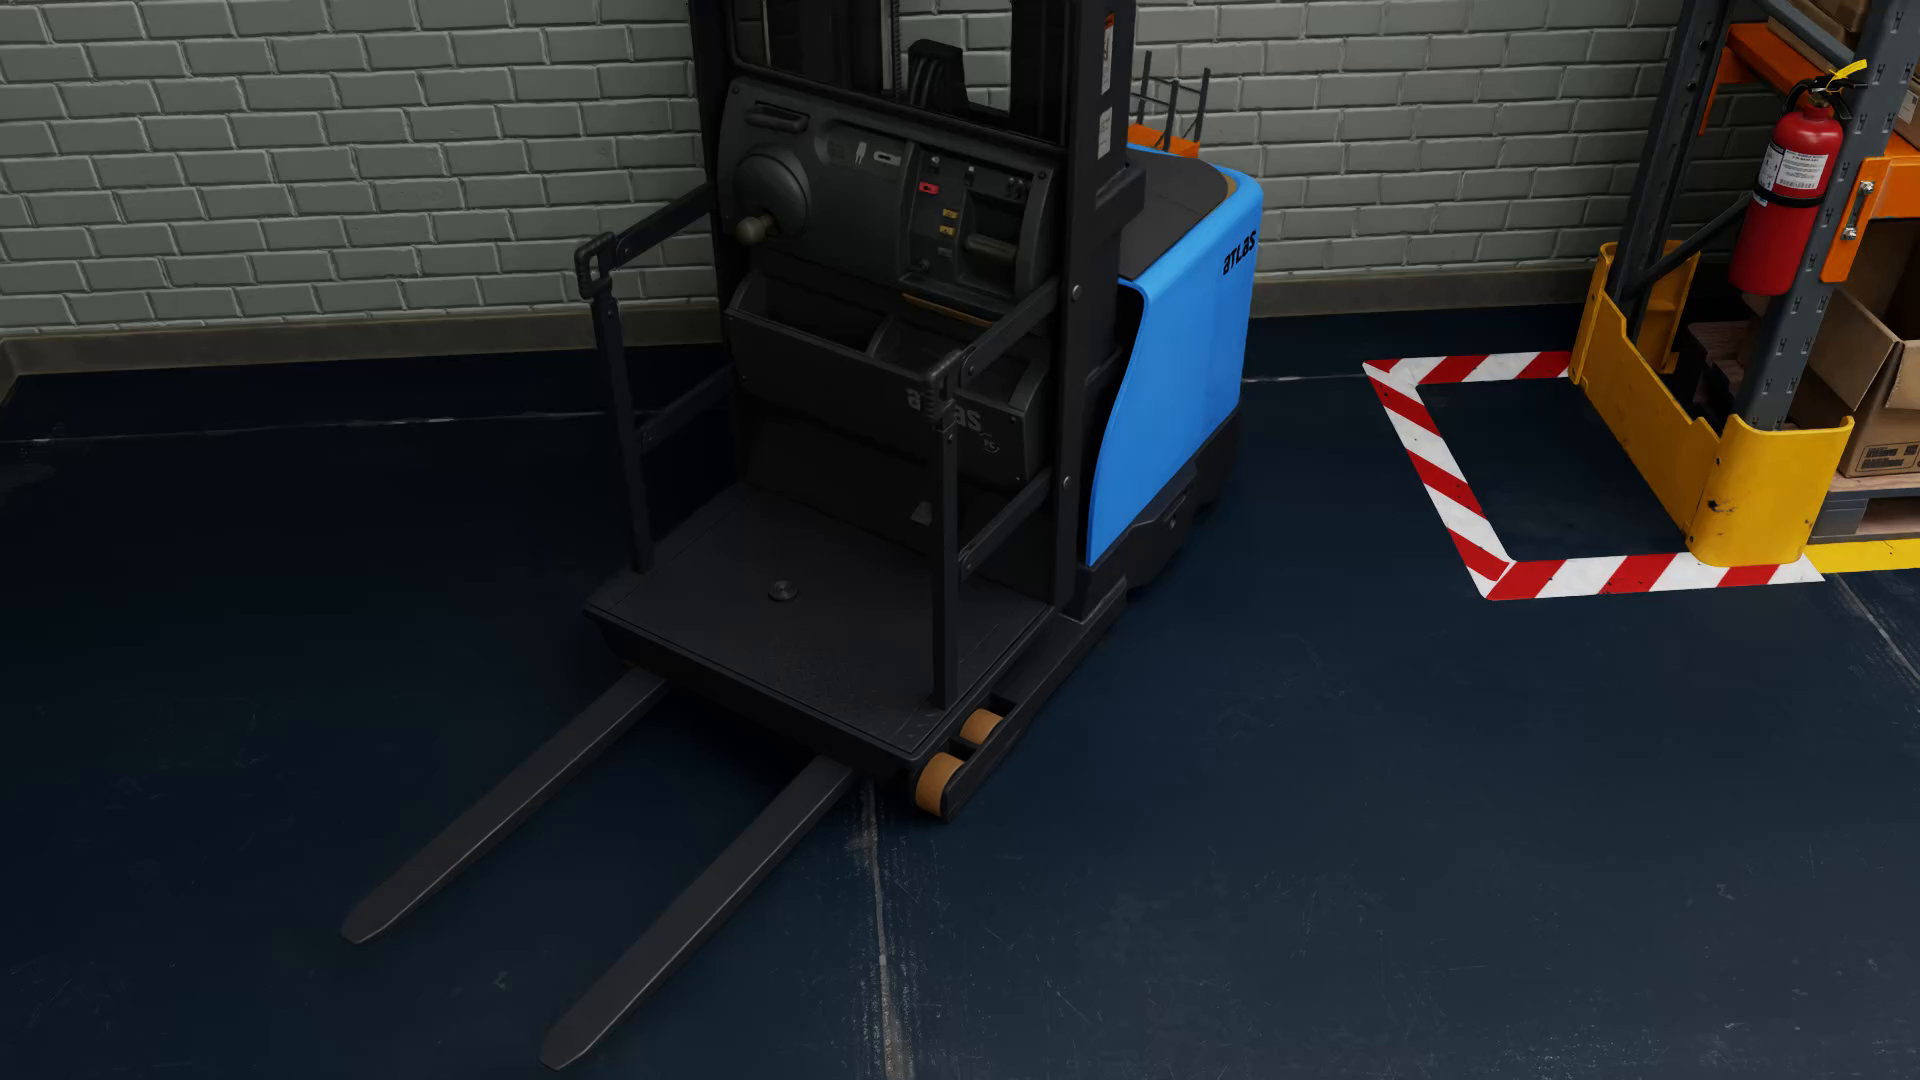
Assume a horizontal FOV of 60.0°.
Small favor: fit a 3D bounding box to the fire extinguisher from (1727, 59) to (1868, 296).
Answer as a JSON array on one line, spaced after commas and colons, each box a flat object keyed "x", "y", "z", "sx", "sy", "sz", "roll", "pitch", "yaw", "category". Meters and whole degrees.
[{"x": 2.232, "y": -0.986, "z": 4.441, "sx": 0.183, "sy": 0.674, "sz": 0.296, "roll": -3, "pitch": 38, "yaw": -4, "category": "fire extinguisher"}]

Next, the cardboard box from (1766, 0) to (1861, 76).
[{"x": 2.644, "y": -1.541, "z": 4.984, "sx": 0.250, "sy": 0.149, "sz": 0.380, "roll": -4, "pitch": 38, "yaw": -4, "category": "cardboard box"}]

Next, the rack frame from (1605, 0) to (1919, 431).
[{"x": 2.338, "y": -1.456, "z": 4.673, "sx": 0.127, "sy": 3.000, "sz": 1.000, "roll": -3, "pitch": 38, "yaw": -4, "category": "rack frame"}]

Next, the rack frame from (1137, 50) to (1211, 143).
[{"x": 0.646, "y": -1.015, "z": 5.573, "sx": 0.240, "sy": 1.200, "sz": 0.006, "roll": 27, "pitch": 39, "yaw": 30, "category": "rack frame"}]

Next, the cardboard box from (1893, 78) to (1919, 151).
[{"x": 2.689, "y": -1.206, "z": 4.559, "sx": 0.250, "sy": 0.149, "sz": 0.380, "roll": -3, "pitch": 38, "yaw": -4, "category": "cardboard box"}]

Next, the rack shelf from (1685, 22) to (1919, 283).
[{"x": 4.330, "y": -1.283, "z": 5.035, "sx": 4.000, "sy": 0.370, "sz": 1.077, "roll": -3, "pitch": 38, "yaw": -4, "category": "rack shelf"}]

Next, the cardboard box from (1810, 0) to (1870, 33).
[{"x": 2.772, "y": -1.702, "z": 4.867, "sx": 0.500, "sy": 0.250, "sz": 0.500, "roll": -2, "pitch": 38, "yaw": -3, "category": "cardboard box"}]

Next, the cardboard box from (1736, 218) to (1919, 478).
[{"x": 2.955, "y": -0.616, "z": 5.285, "sx": 0.637, "sy": 0.503, "sz": 0.797, "roll": -5, "pitch": 39, "yaw": -6, "category": "cardboard box"}]

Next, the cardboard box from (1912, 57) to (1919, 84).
[{"x": 2.813, "y": -1.372, "z": 4.448, "sx": 0.500, "sy": 0.250, "sz": 0.500, "roll": -3, "pitch": 38, "yaw": -4, "category": "cardboard box"}]

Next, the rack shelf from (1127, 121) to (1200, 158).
[{"x": 0.611, "y": -1.243, "z": 5.339, "sx": 0.258, "sy": 0.103, "sz": 0.180, "roll": 27, "pitch": 39, "yaw": 30, "category": "rack shelf"}]

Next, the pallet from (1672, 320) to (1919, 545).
[{"x": 3.207, "y": -0.409, "z": 5.599, "sx": 1.213, "sy": 0.211, "sz": 1.003, "roll": -3, "pitch": 38, "yaw": -4, "category": "pallet"}]

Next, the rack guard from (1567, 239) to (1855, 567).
[{"x": 2.413, "y": -0.478, "z": 5.453, "sx": 0.348, "sy": 0.500, "sz": 1.175, "roll": -3, "pitch": 38, "yaw": -4, "category": "rack guard"}]

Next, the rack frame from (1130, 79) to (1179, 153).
[{"x": 0.531, "y": -0.944, "z": 5.450, "sx": 0.240, "sy": 1.200, "sz": 0.006, "roll": 27, "pitch": 39, "yaw": 30, "category": "rack frame"}]

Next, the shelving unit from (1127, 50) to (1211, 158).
[{"x": 0.588, "y": -0.980, "z": 5.511, "sx": 0.258, "sy": 1.200, "sz": 0.189, "roll": 27, "pitch": 39, "yaw": 30, "category": "shelving unit"}]

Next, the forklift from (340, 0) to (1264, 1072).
[{"x": -0.311, "y": -0.764, "z": 3.852, "sx": 1.130, "sy": 2.935, "sz": 3.031, "roll": 22, "pitch": 43, "yaw": 25, "category": "forklift"}]
